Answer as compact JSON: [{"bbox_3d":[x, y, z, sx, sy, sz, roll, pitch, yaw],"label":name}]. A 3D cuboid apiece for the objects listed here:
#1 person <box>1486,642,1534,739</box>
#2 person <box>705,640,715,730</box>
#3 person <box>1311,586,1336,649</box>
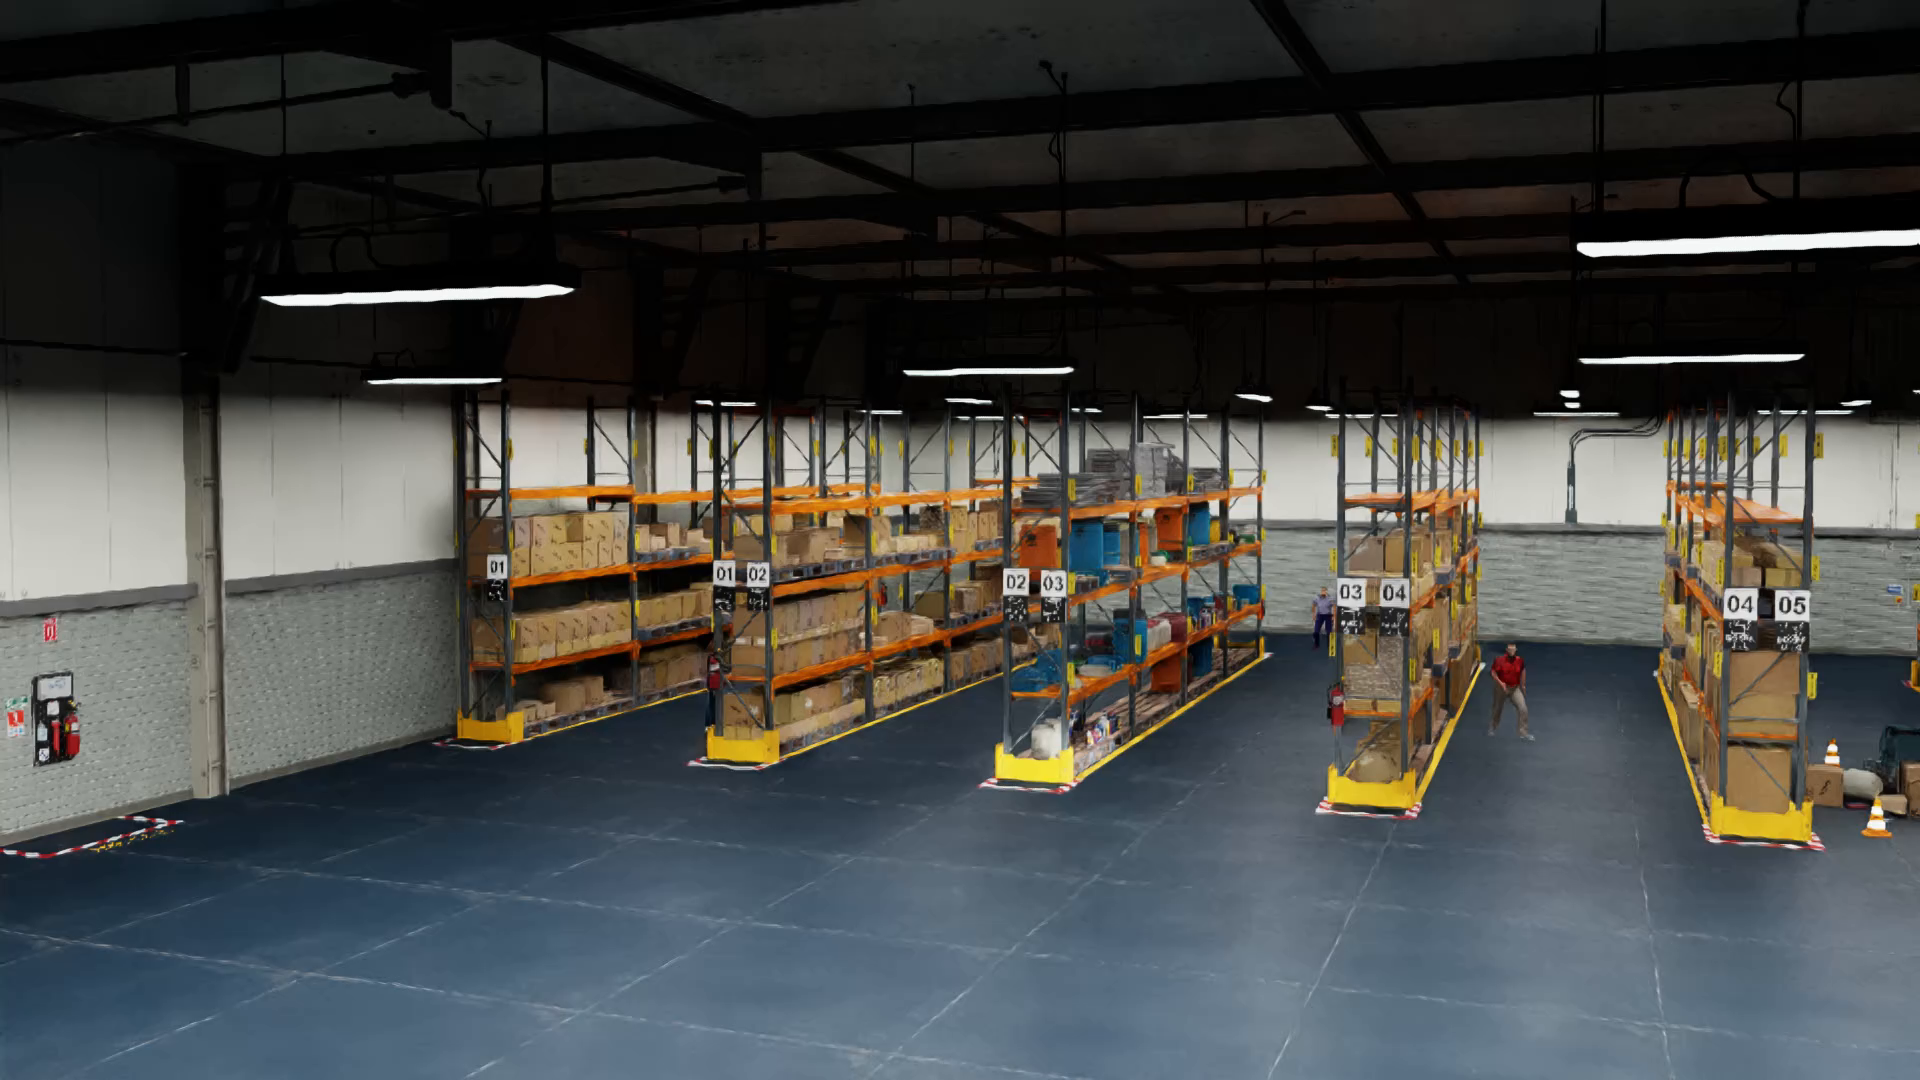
[{"bbox_3d":[9.497,2.581,28.750,0.701,1.660,0.857,0,3,4],"label":"person"},{"bbox_3d":[-4.333,2.567,29.465,0.401,1.598,0.465,-1,3,-11],"label":"person"},{"bbox_3d":[9.074,1.931,41.463,0.625,1.596,0.517,1,3,18],"label":"person"}]
